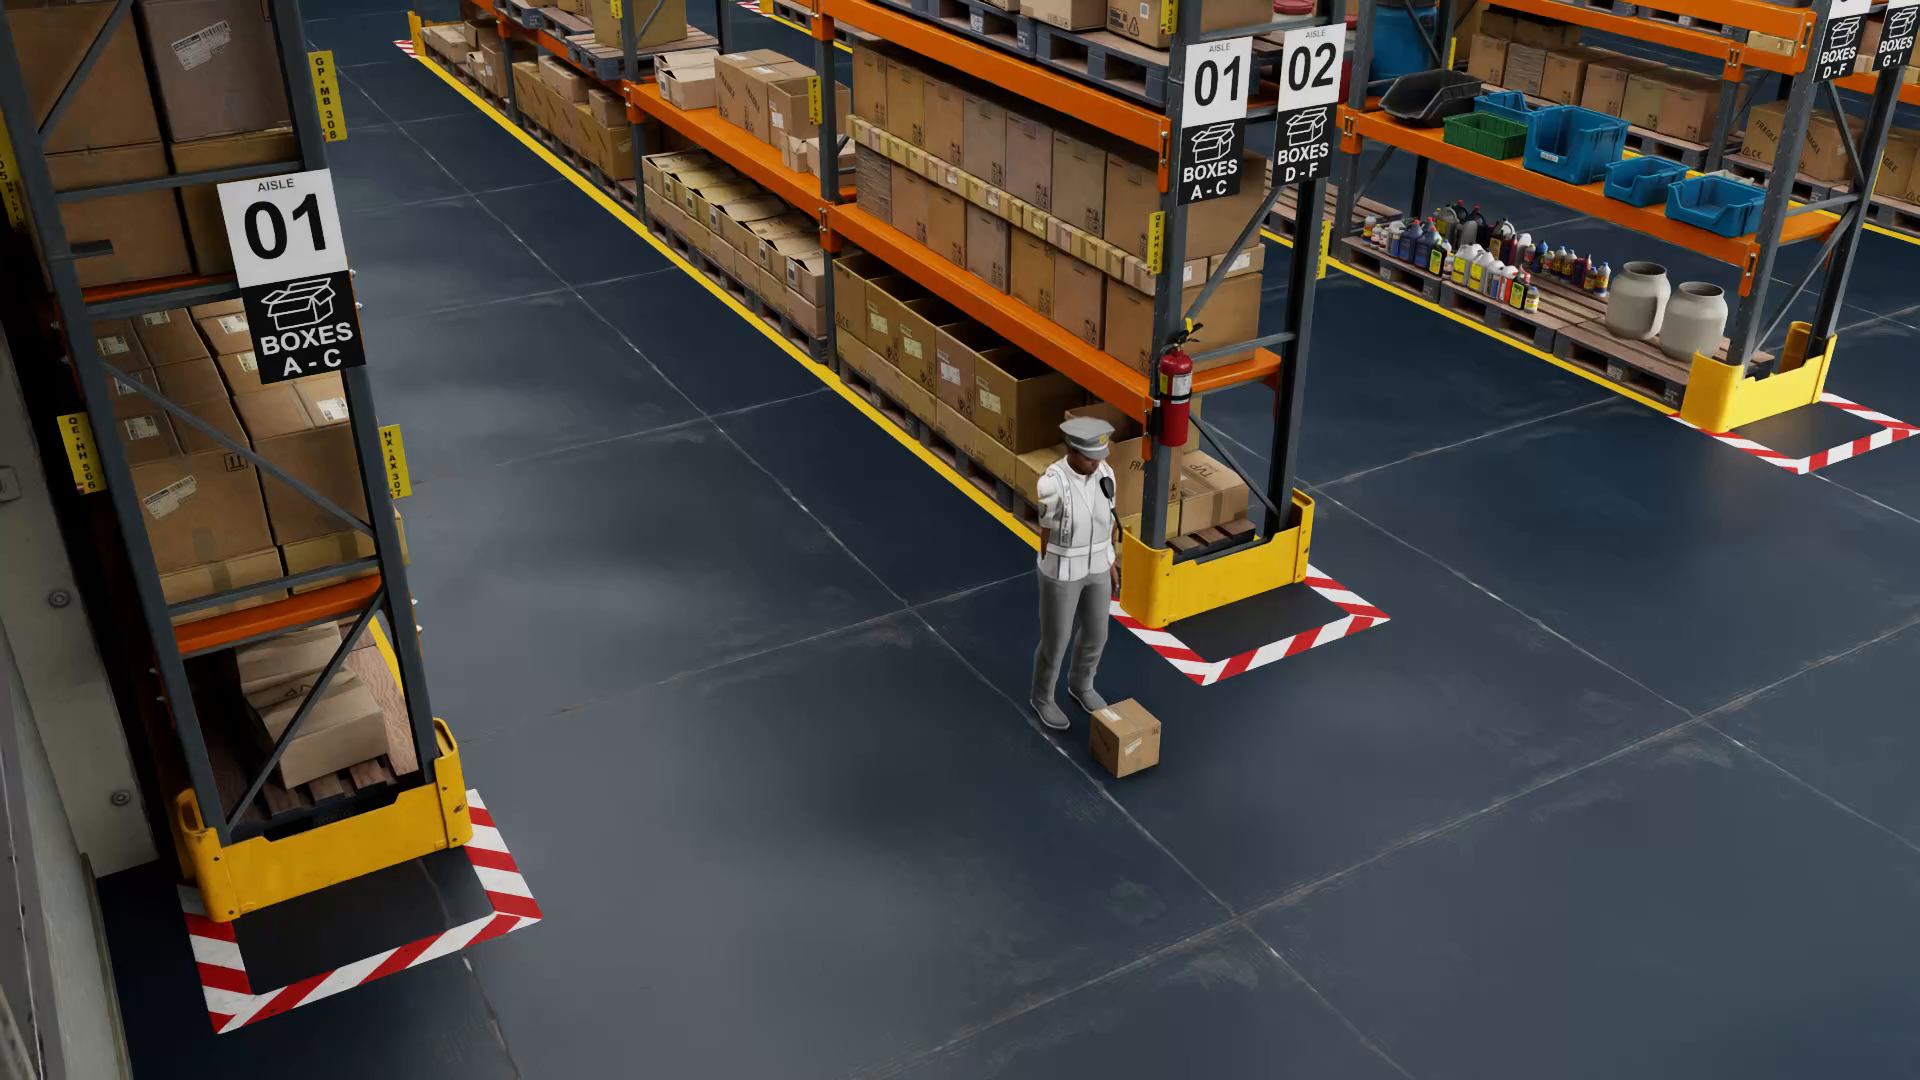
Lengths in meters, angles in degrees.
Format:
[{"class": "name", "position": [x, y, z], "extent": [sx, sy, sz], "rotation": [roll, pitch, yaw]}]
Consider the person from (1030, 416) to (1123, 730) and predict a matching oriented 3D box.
[{"class": "person", "position": [0.591, 0.160, 8.285], "extent": [0.440, 1.656, 0.337], "rotation": [-15, 33, -25]}]
